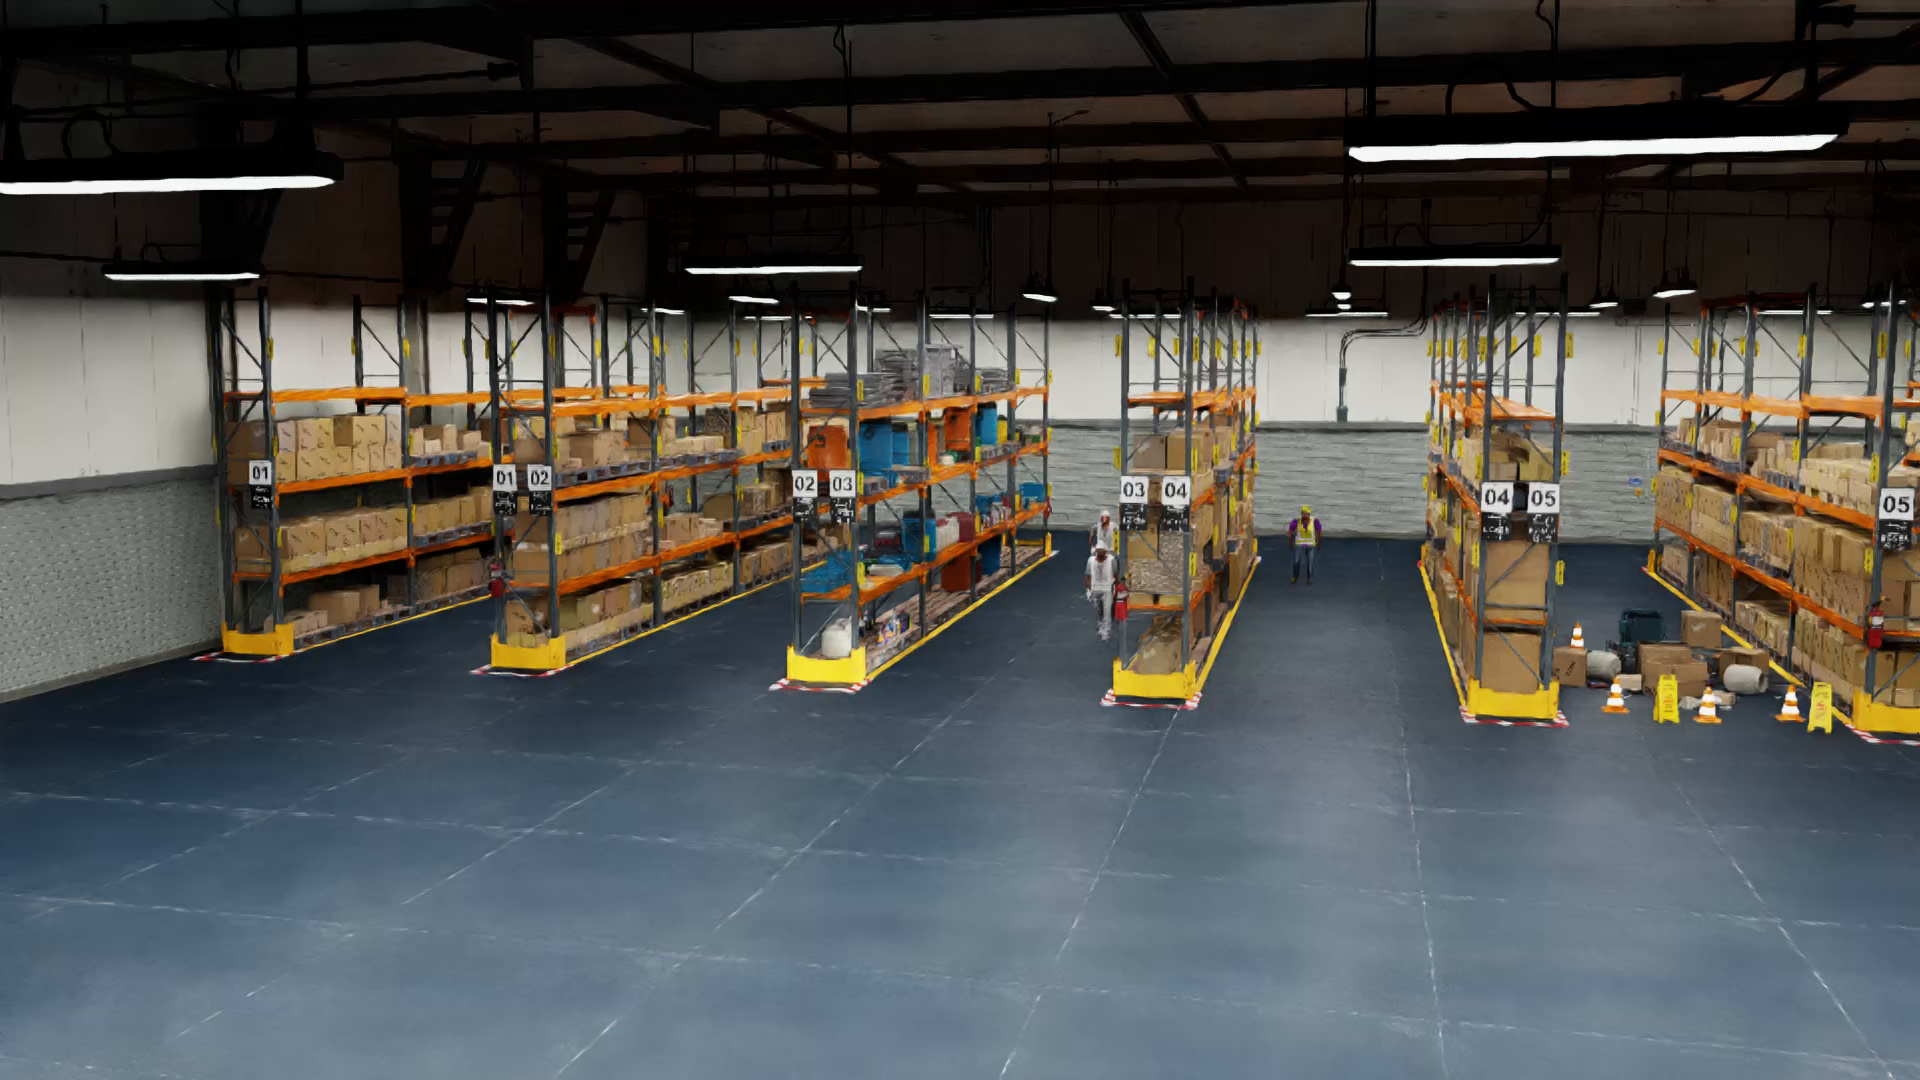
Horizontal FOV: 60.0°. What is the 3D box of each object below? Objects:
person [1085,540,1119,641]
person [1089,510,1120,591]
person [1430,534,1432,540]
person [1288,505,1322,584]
[{"bbox_3d":[2.430,0.849,28.659,0.568,1.703,1.106,2,7,16],"label":"person"},{"bbox_3d":[2.981,0.232,34.104,0.677,1.742,0.552,1,7,11],"label":"person"},{"bbox_3d":[11.342,-0.355,39.443,0.430,1.650,0.623,-2,7,-17],"label":"person"},{"bbox_3d":[7.337,0.098,35.384,0.719,1.714,0.578,1,7,11],"label":"person"}]
